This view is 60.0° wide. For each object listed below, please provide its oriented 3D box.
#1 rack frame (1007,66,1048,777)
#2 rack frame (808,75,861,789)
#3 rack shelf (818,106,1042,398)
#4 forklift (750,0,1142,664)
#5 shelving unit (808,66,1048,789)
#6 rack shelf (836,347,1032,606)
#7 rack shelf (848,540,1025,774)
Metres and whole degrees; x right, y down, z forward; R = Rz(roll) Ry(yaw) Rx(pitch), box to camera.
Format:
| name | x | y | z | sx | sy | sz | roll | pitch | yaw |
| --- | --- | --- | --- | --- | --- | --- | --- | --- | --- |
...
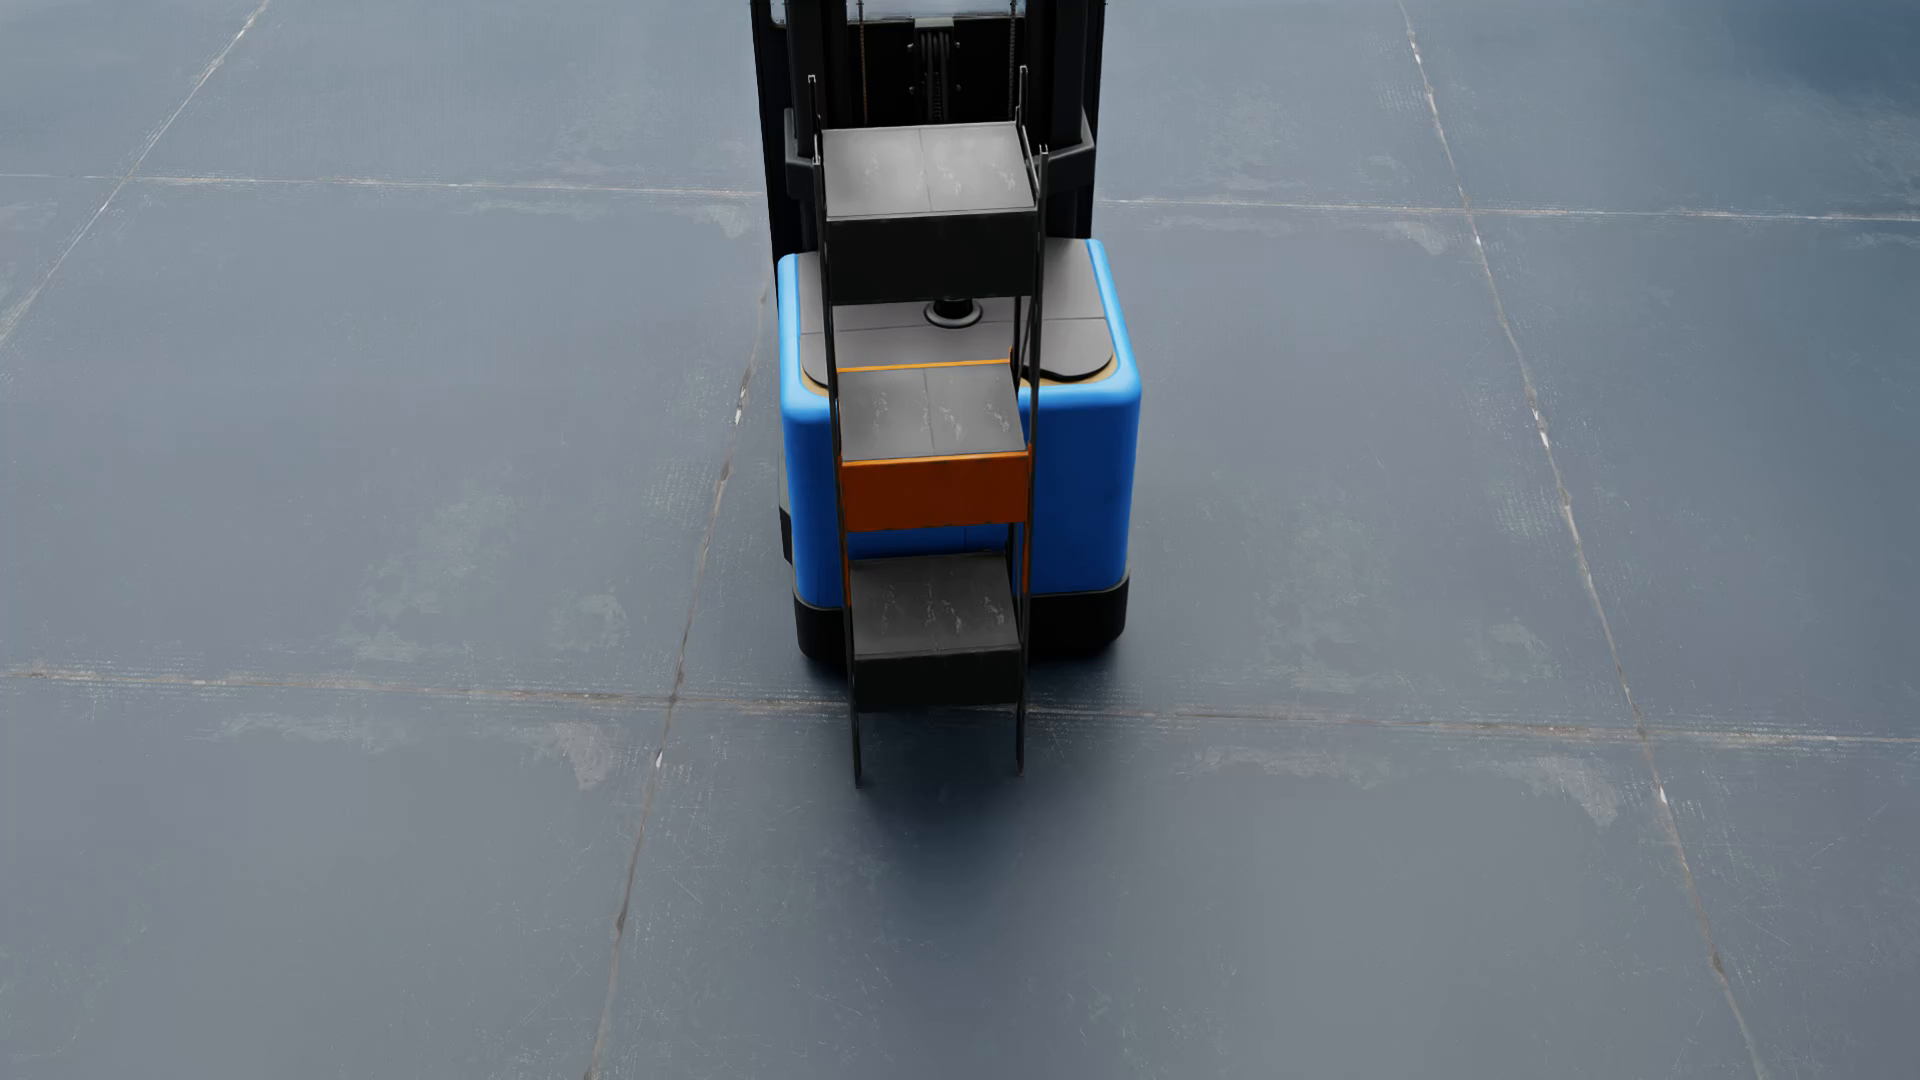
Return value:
| name | x | y | z | sx | sy | sz | roll | pitch | yaw |
| --- | --- | --- | --- | --- | --- | --- | --- | --- | --- |
| rack frame | 0.164 | -0.193 | 4.417 | 0.015 | 2.100 | 0.400 | -4 | 43 | -4 |
| rack frame | -0.322 | -0.162 | 4.384 | 0.015 | 2.100 | 0.400 | -4 | 43 | -4 |
| rack shelf | -0.079 | -0.680 | 3.932 | 0.480 | 0.518 | 0.431 | -4 | 43 | -4 |
| forklift | -0.121 | -1.685 | 5.408 | 1.130 | 2.935 | 3.031 | -4 | 43 | -4 |
| shelving unit | -0.079 | -0.178 | 4.400 | 0.503 | 2.100 | 0.431 | -4 | 43 | -4 |
| rack shelf | -0.079 | -0.168 | 4.410 | 0.480 | 0.518 | 0.431 | -4 | 43 | -4 |
| rack shelf | -0.079 | 0.344 | 4.887 | 0.480 | 0.518 | 0.431 | -4 | 43 | -4 |
